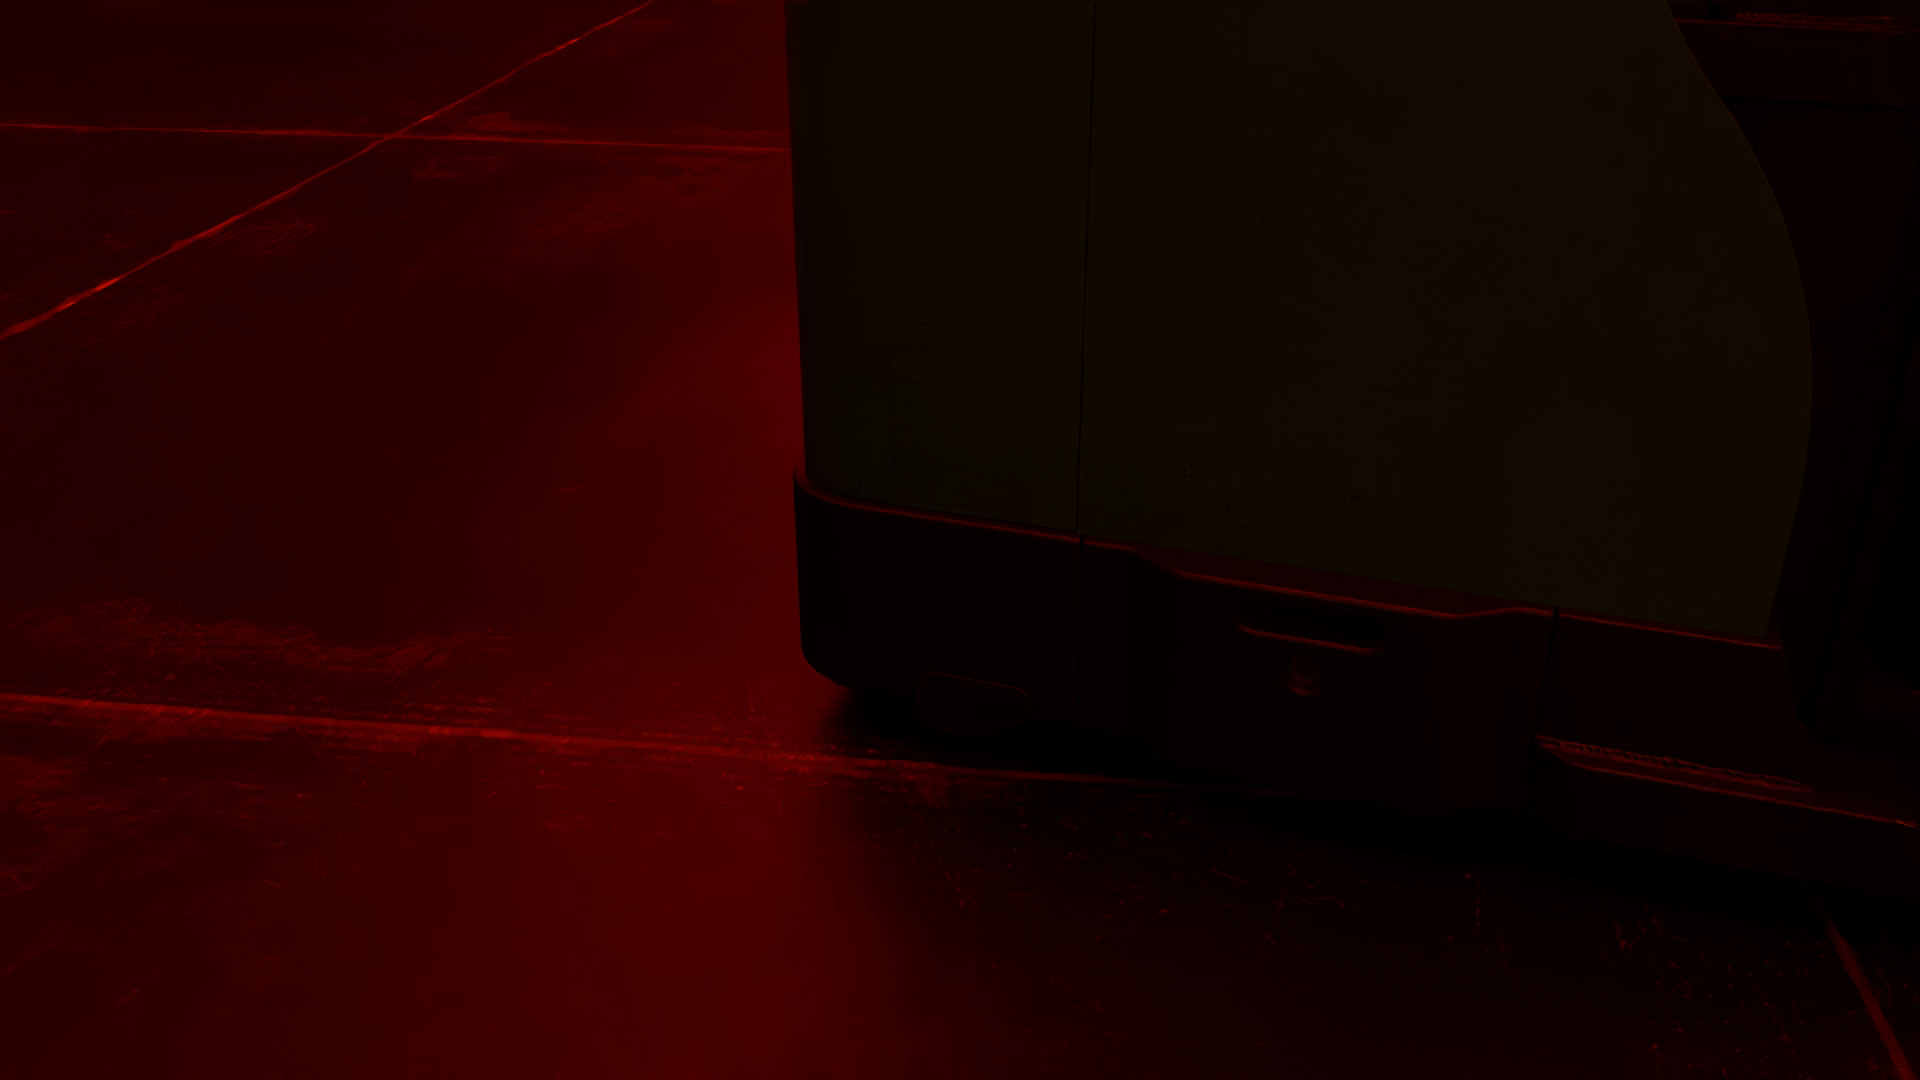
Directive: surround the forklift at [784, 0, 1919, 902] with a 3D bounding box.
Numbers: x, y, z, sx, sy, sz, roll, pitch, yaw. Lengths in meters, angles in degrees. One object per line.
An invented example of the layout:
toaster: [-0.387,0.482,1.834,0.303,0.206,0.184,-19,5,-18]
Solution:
forklift: [1.376,-1.085,1.392,3.031,2.935,1.130,9,28,17]
